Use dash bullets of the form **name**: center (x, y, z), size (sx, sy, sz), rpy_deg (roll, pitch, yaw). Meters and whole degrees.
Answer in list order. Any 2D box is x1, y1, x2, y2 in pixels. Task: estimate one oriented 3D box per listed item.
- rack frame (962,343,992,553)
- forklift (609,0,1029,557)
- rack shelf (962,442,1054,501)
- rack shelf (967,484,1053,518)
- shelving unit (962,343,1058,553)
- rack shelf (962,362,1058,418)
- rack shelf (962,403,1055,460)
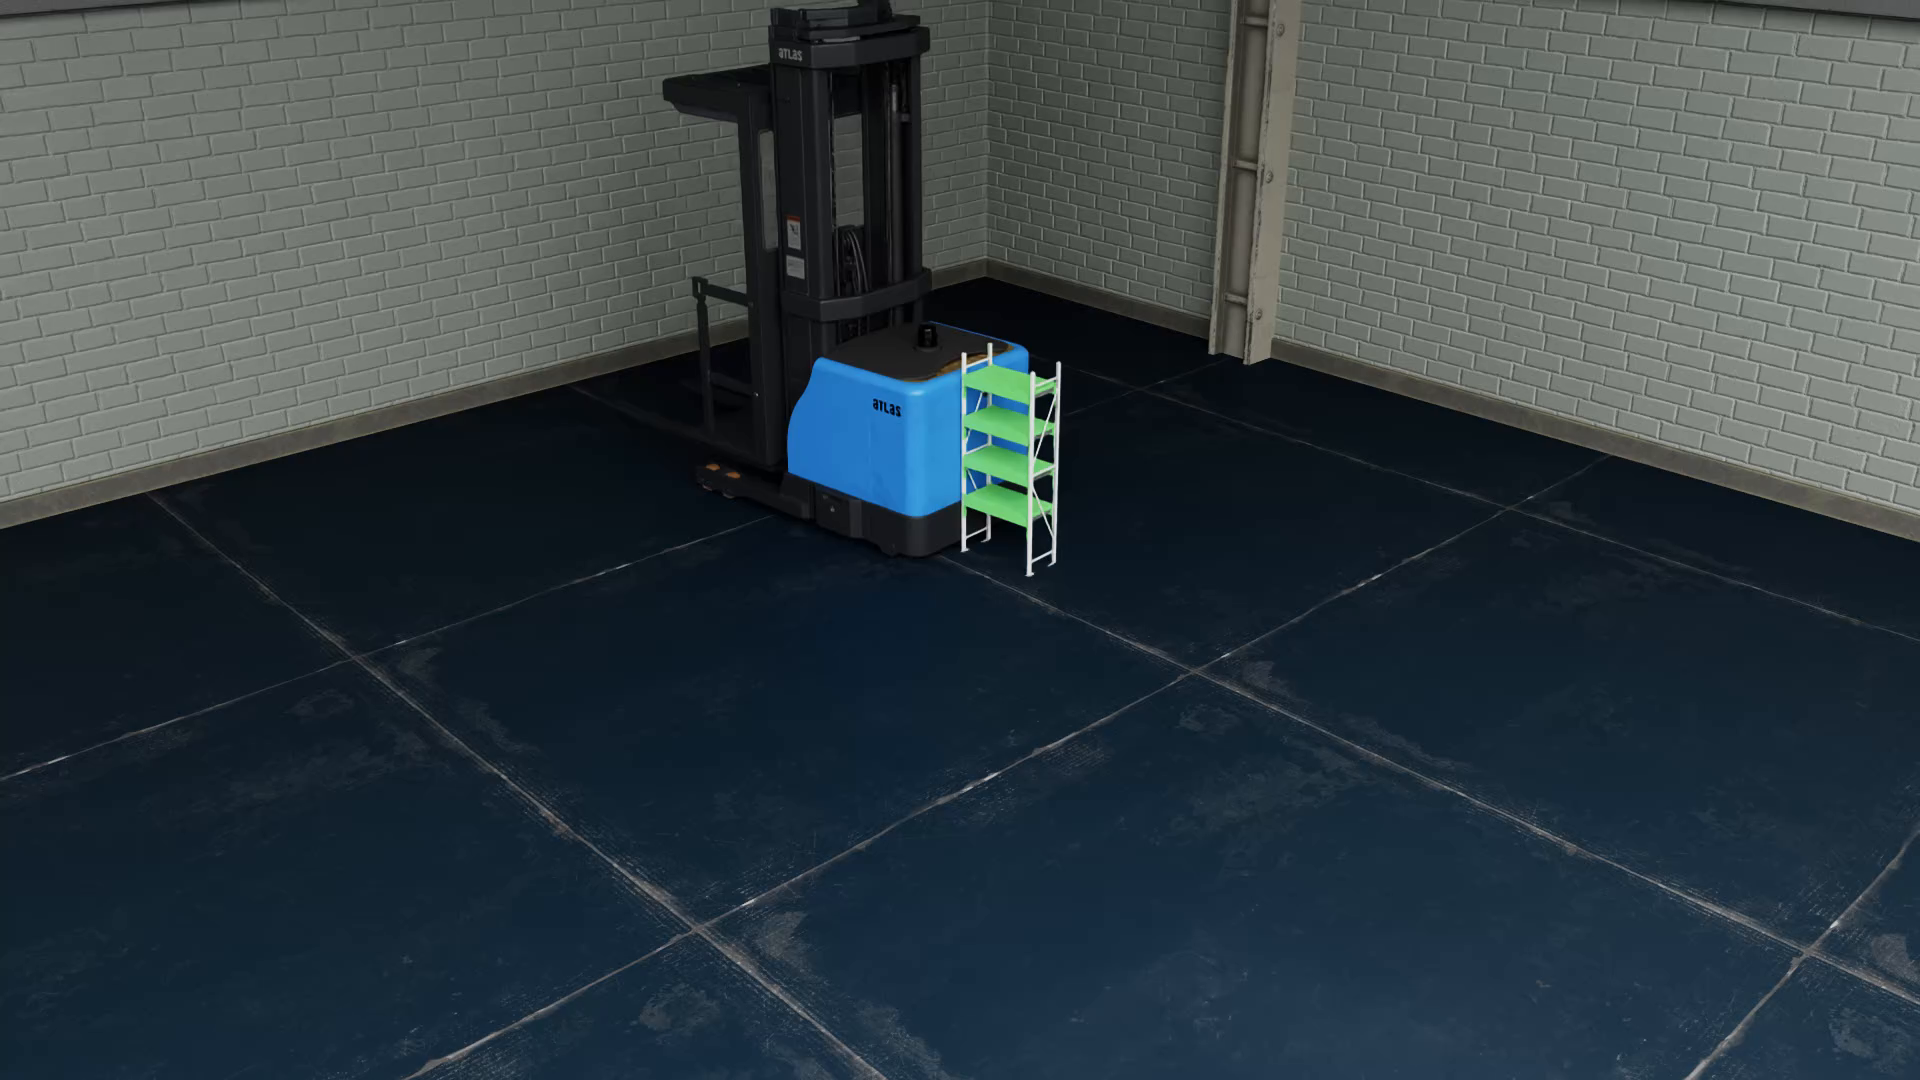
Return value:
- **rack frame**: center (0.094, -0.512, 9.427), size (0.015, 1.200, 0.240), rpy_deg (20, 31, 37)
- **forklift**: center (-1.020, -1.735, 10.022), size (3.031, 2.935, 1.130), rpy_deg (20, 31, 37)
- **rack shelf**: center (0.277, -0.387, 9.306), size (0.480, 0.148, 0.258), rpy_deg (20, 31, 37)
- **rack shelf**: center (0.277, -0.217, 9.383), size (0.457, 0.021, 0.221), rpy_deg (20, 31, 37)
- **shelving unit**: center (0.273, -0.446, 9.283), size (0.492, 1.200, 0.258), rpy_deg (20, 31, 37)
- **rack shelf**: center (0.277, -0.823, 9.107), size (0.480, 0.148, 0.258), rpy_deg (20, 31, 37)
- **rack shelf**: center (0.277, -0.605, 9.206), size (0.480, 0.148, 0.258), rpy_deg (20, 31, 37)
